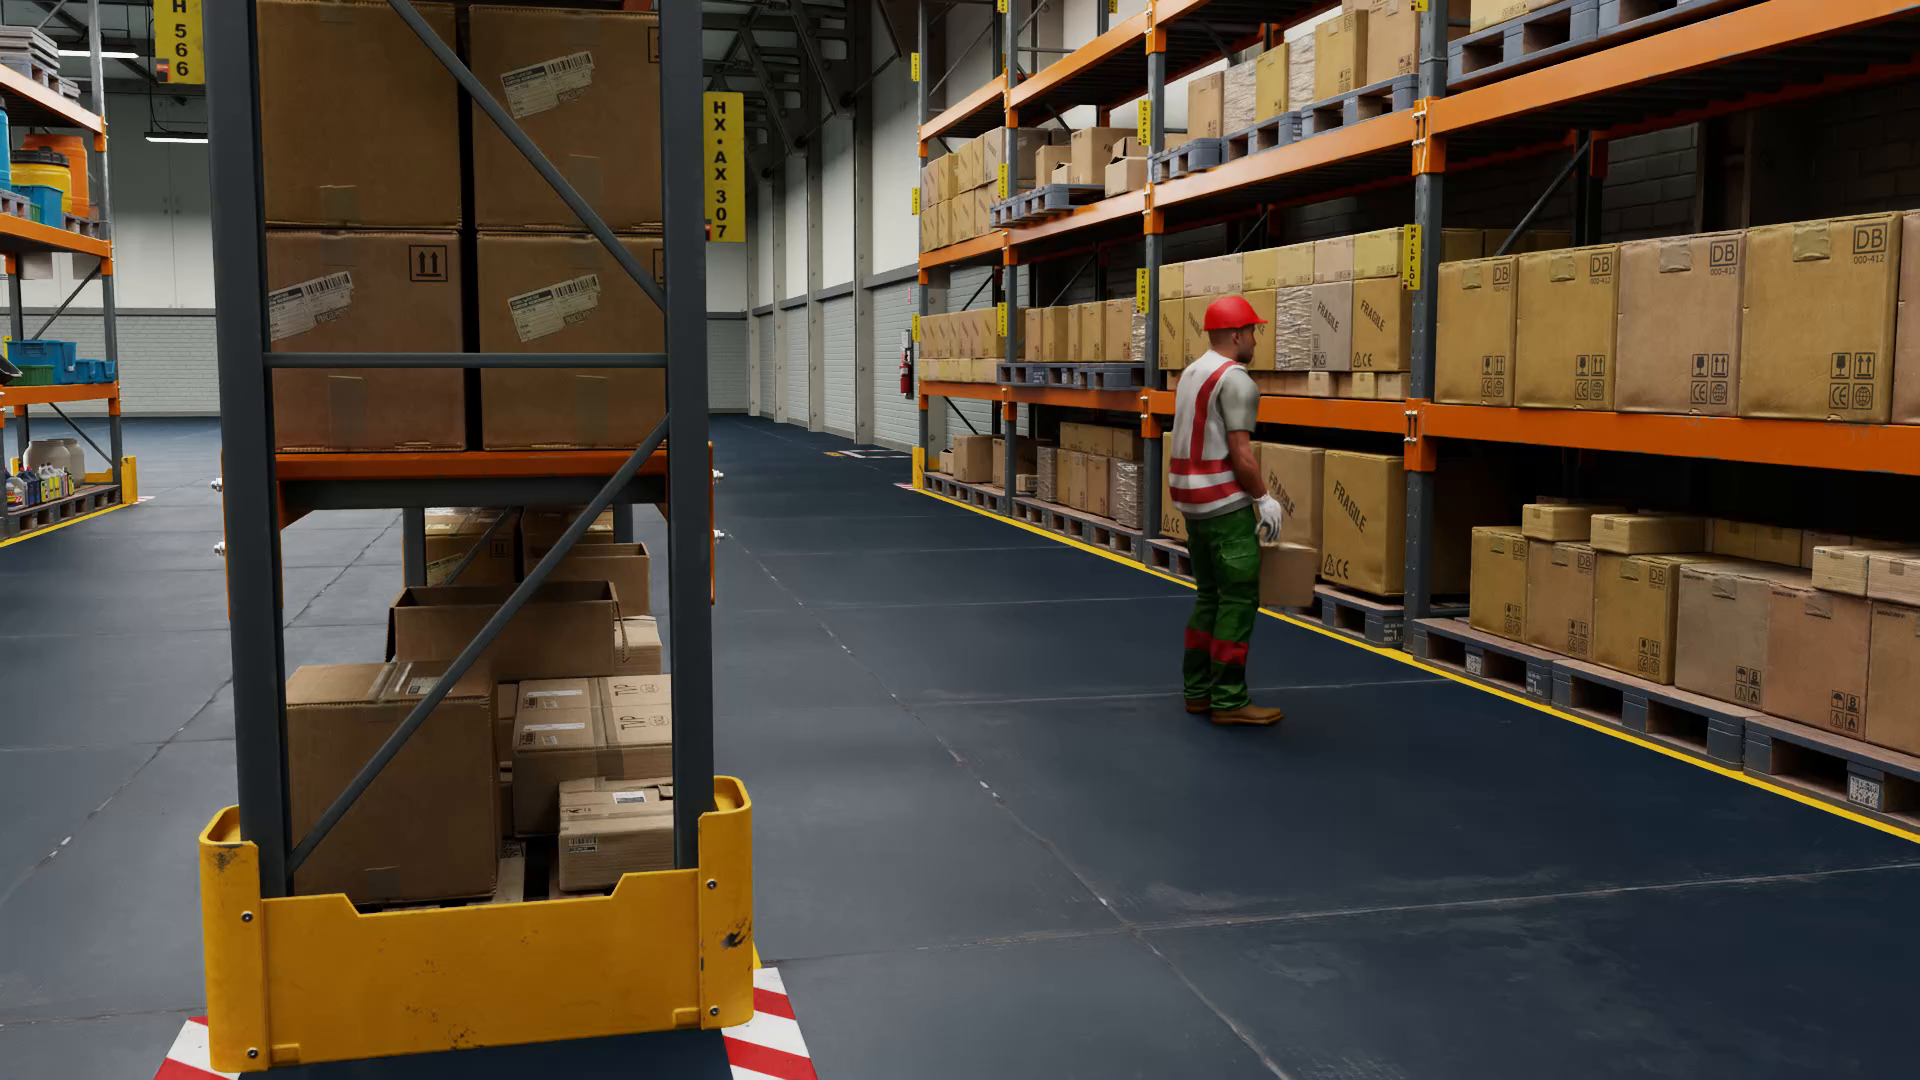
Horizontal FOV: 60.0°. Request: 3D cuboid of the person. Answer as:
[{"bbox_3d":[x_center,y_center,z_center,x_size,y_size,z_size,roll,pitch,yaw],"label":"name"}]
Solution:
[{"bbox_3d":[1.107,-0.133,7.046,0.404,1.787,0.547,-2,6,-15],"label":"person"}]
